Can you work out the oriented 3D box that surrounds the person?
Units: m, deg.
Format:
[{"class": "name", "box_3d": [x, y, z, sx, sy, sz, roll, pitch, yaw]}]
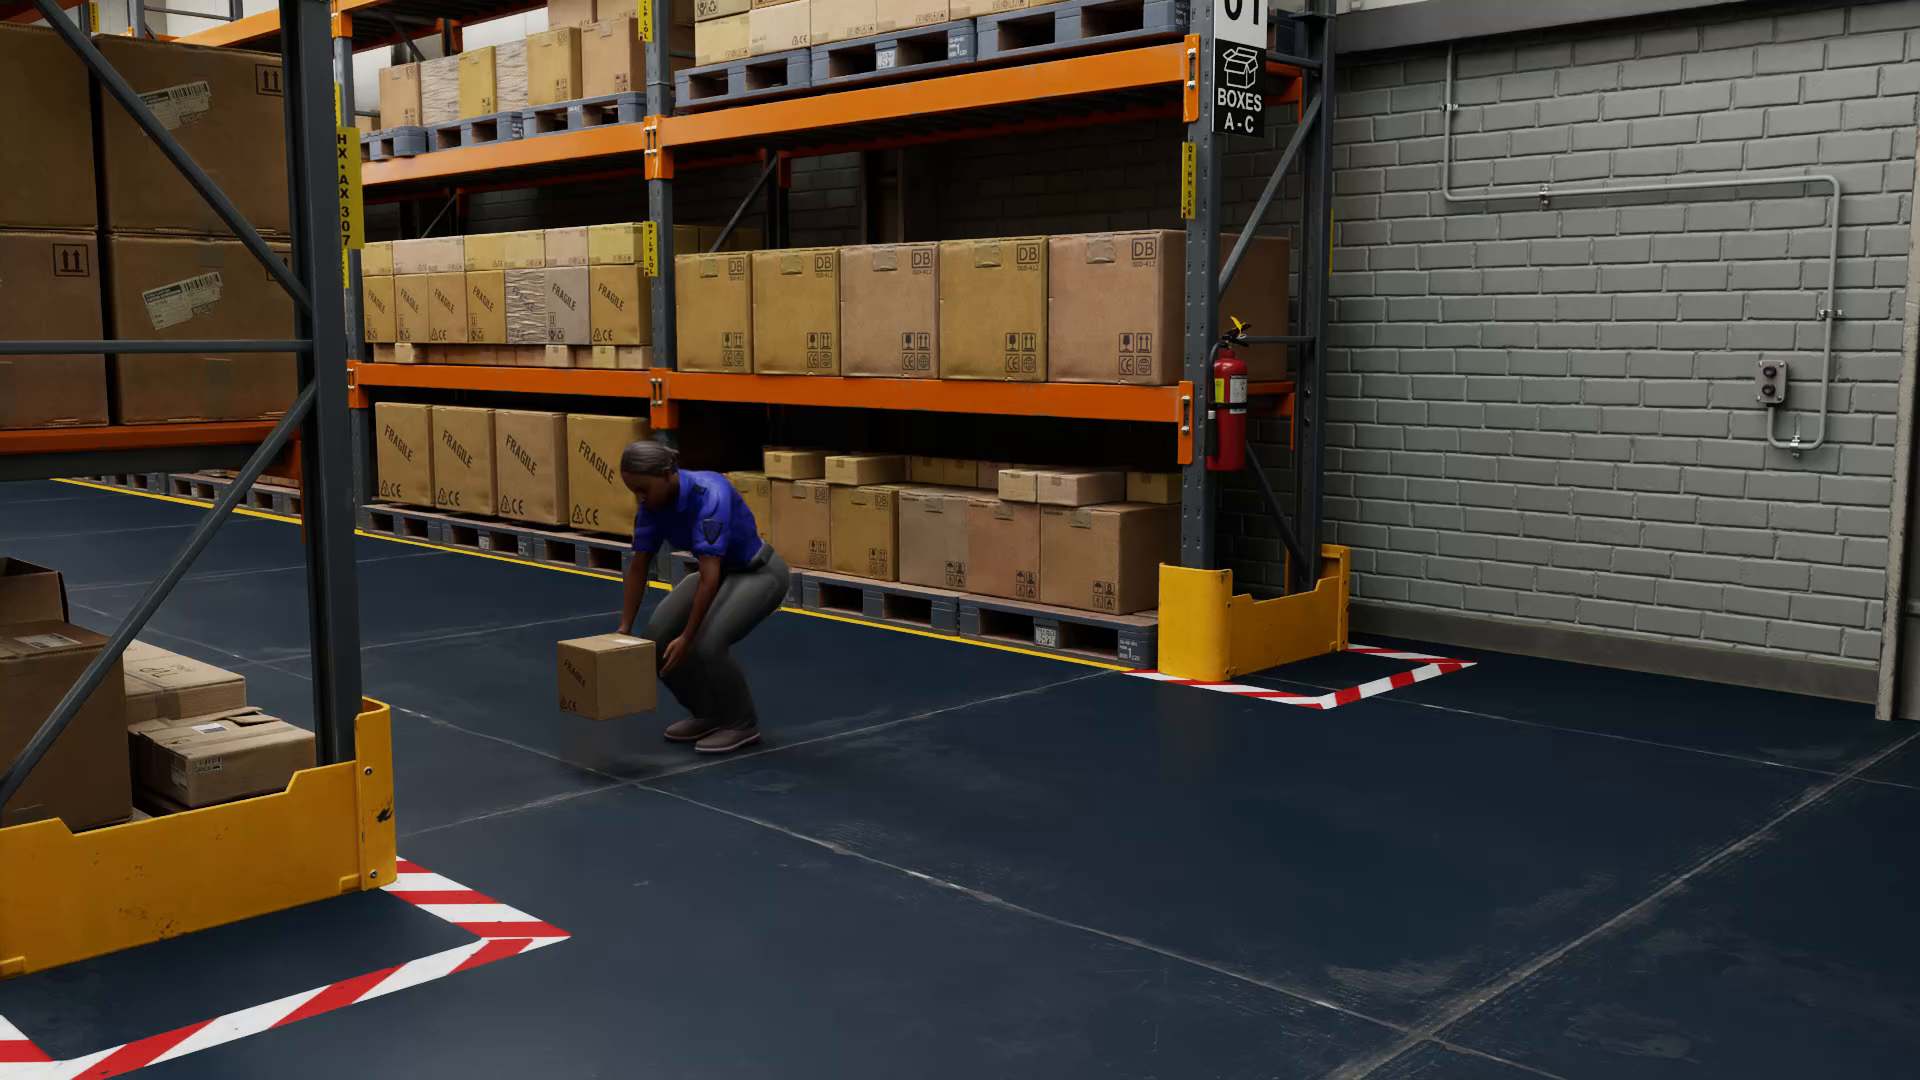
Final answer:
[{"class": "person", "box_3d": [-0.947, 0.199, 6.191, 0.500, 1.168, 0.726, 7, 10, 43]}]
